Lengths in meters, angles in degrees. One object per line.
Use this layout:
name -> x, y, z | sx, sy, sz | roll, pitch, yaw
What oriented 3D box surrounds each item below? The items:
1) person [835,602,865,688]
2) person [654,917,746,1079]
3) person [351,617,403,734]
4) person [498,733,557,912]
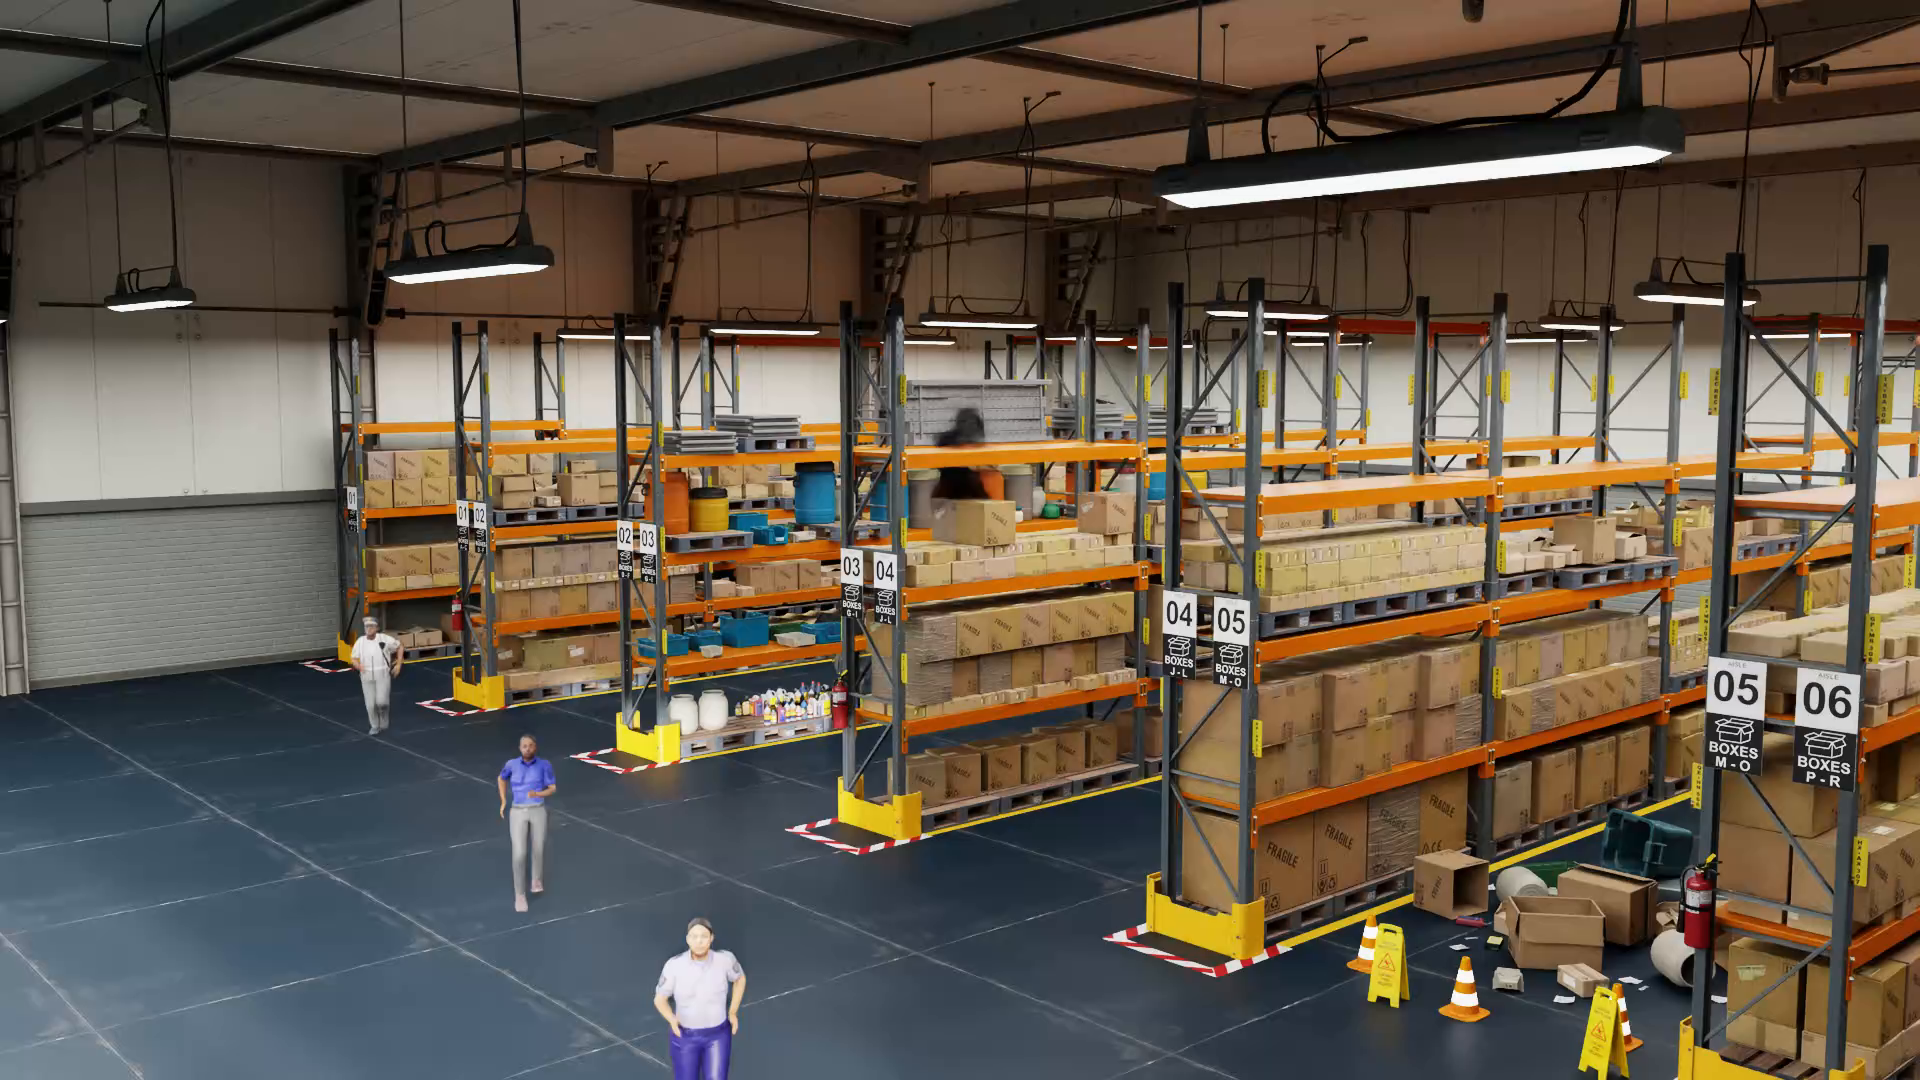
person -> -1.812, 1.738, 26.900 | 0.542, 1.572, 0.549 | -5, 8, -42
person -> -1.700, 3.282, 10.942 | 0.607, 1.640, 0.849 | -1, 6, -10
person -> -8.337, 1.949, 23.746 | 0.685, 1.730, 0.743 | -1, 6, -9
person -> -4.225, 2.743, 16.275 | 0.544, 1.720, 0.752 | -2, 6, -16
